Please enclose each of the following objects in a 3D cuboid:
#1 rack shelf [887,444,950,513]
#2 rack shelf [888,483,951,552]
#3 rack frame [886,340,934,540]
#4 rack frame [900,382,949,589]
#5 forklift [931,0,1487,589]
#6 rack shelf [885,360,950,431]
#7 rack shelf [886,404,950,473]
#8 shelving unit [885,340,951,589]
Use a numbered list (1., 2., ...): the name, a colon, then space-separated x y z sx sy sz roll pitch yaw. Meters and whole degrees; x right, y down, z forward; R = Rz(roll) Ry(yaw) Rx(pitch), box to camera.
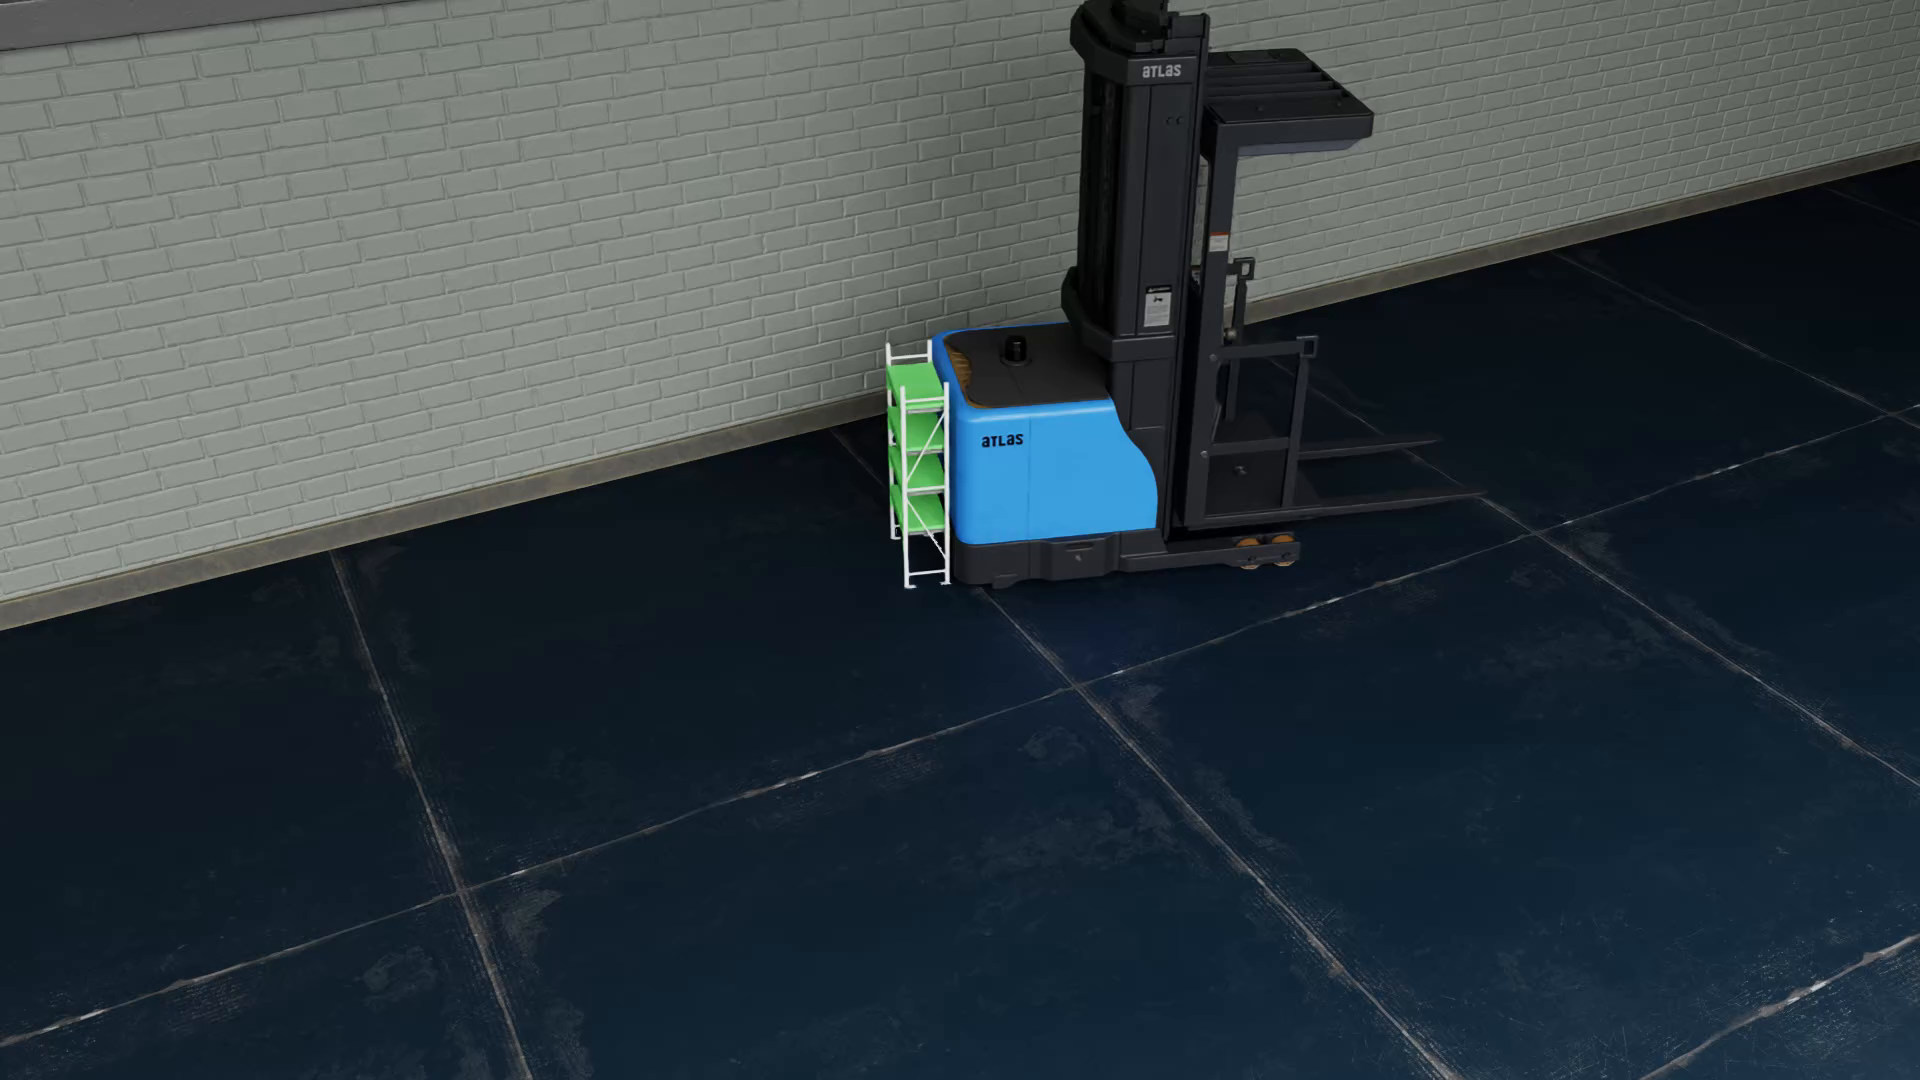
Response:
1. rack shelf: -0.220 -0.338 8.784 0.258 0.148 0.480 -6 33 -9
2. rack shelf: -0.220 -0.136 8.914 0.258 0.148 0.480 -6 33 -9
3. rack frame: -0.265 -0.521 8.952 0.240 1.200 0.015 -6 33 -9
4. rack frame: -0.175 -0.263 8.548 0.240 1.200 0.015 -6 33 -9
5. forklift: 1.389 -1.350 8.639 3.031 2.935 1.130 -5 33 -8
6. rack shelf: -0.220 -0.742 8.525 0.258 0.148 0.480 -6 33 -9
7. rack shelf: -0.220 -0.540 8.655 0.258 0.148 0.480 -6 33 -9
8. shelving unit: -0.220 -0.392 8.750 0.258 1.200 0.503 -6 33 -9
